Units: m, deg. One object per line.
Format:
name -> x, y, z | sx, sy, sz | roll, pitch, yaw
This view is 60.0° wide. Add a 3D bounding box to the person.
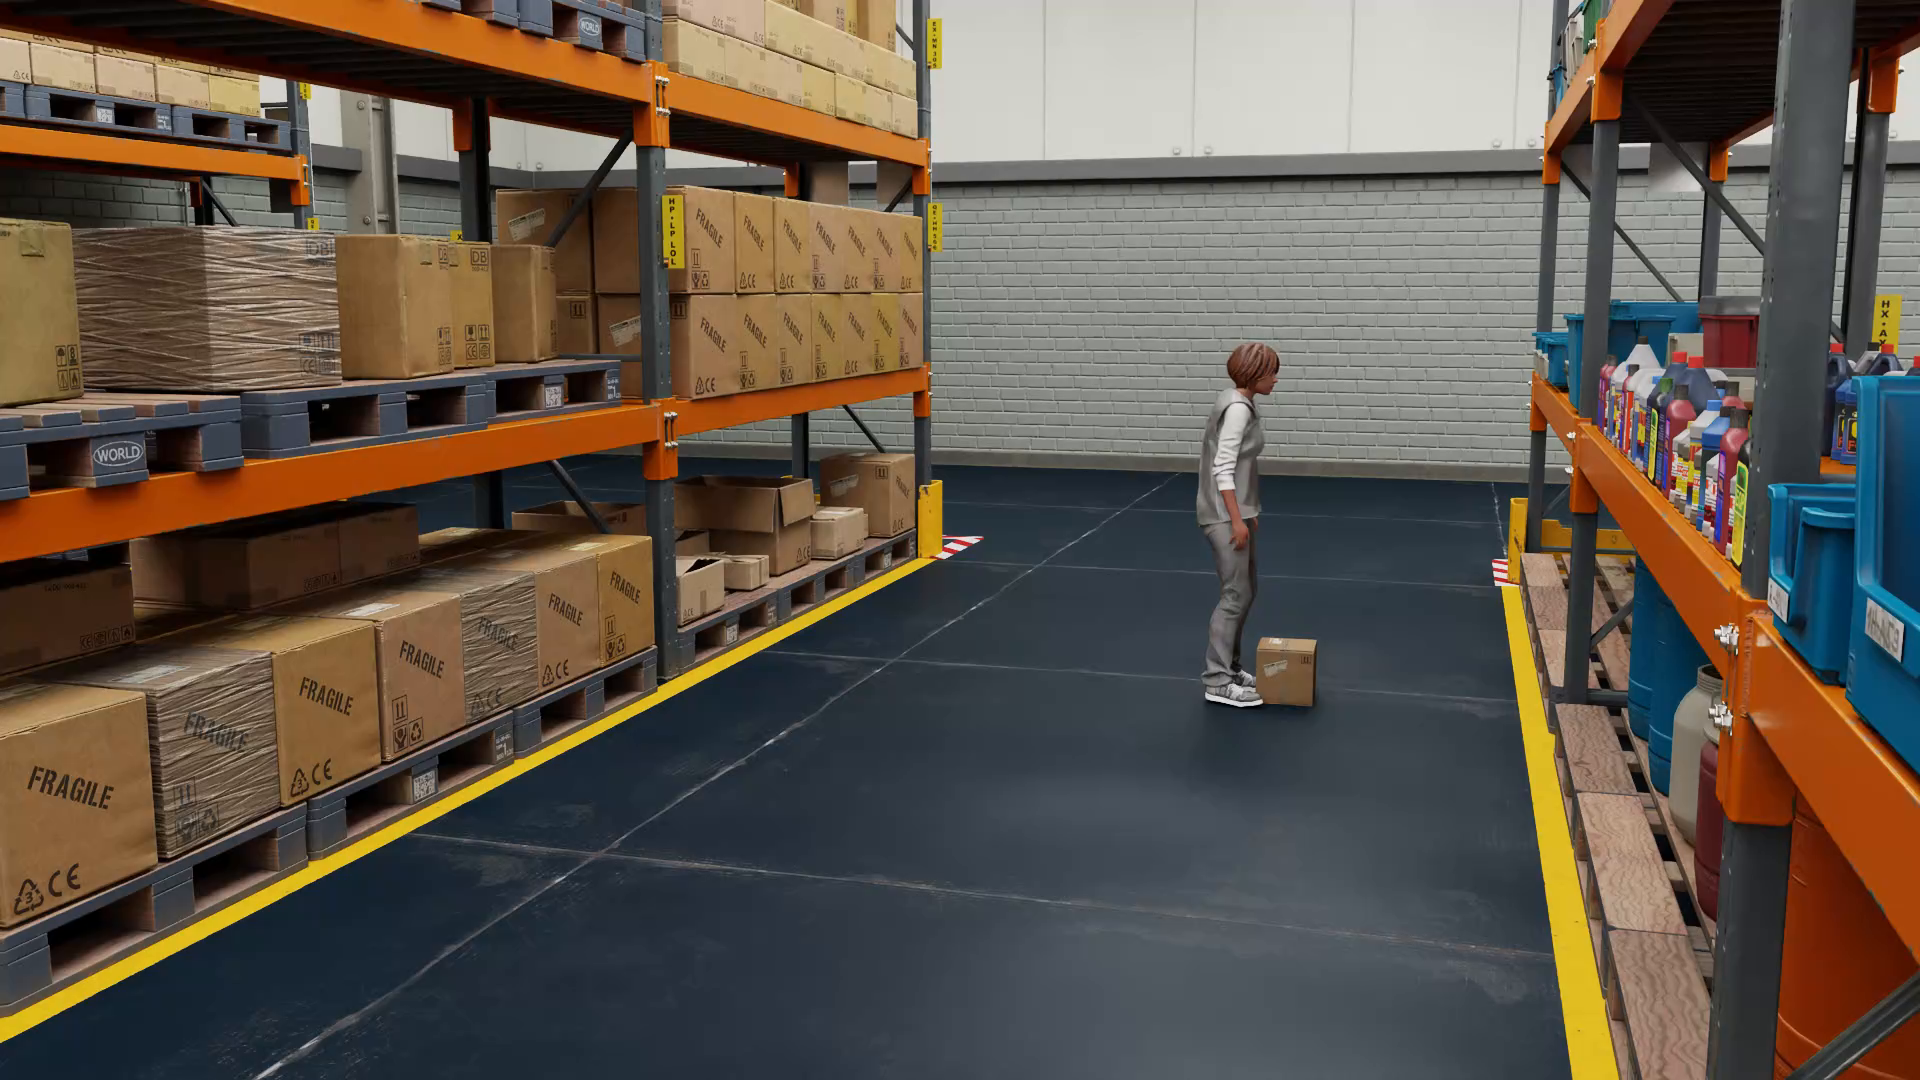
person -> 1.230, -0.082, 7.425 | 0.343, 1.593, 0.462 | 3, 9, 16
